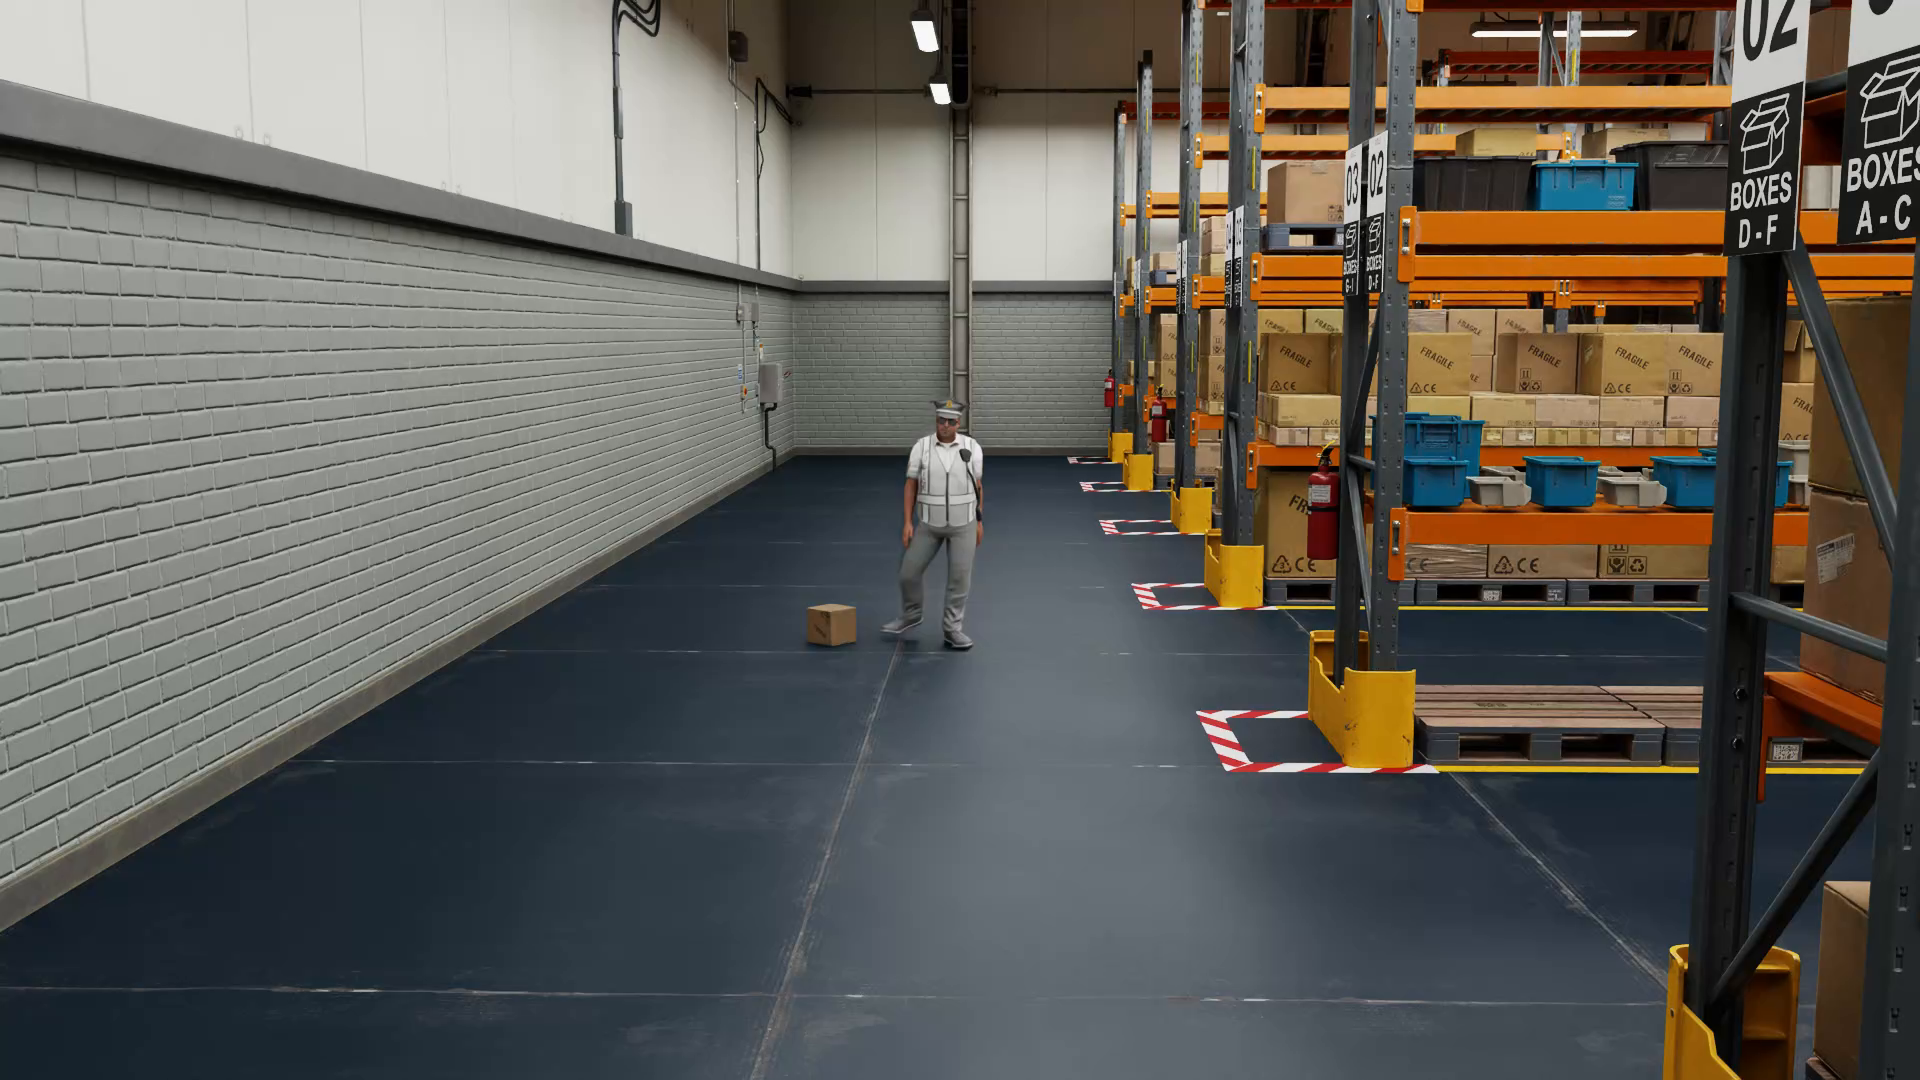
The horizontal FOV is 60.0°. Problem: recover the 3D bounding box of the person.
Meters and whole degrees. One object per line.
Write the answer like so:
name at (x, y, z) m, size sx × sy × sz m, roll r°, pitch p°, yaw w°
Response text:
person at (-0.202, -0.123, 11.691) m, size 0.736 × 1.743 × 0.559 m, roll 0°, pitch 7°, yaw -1°
